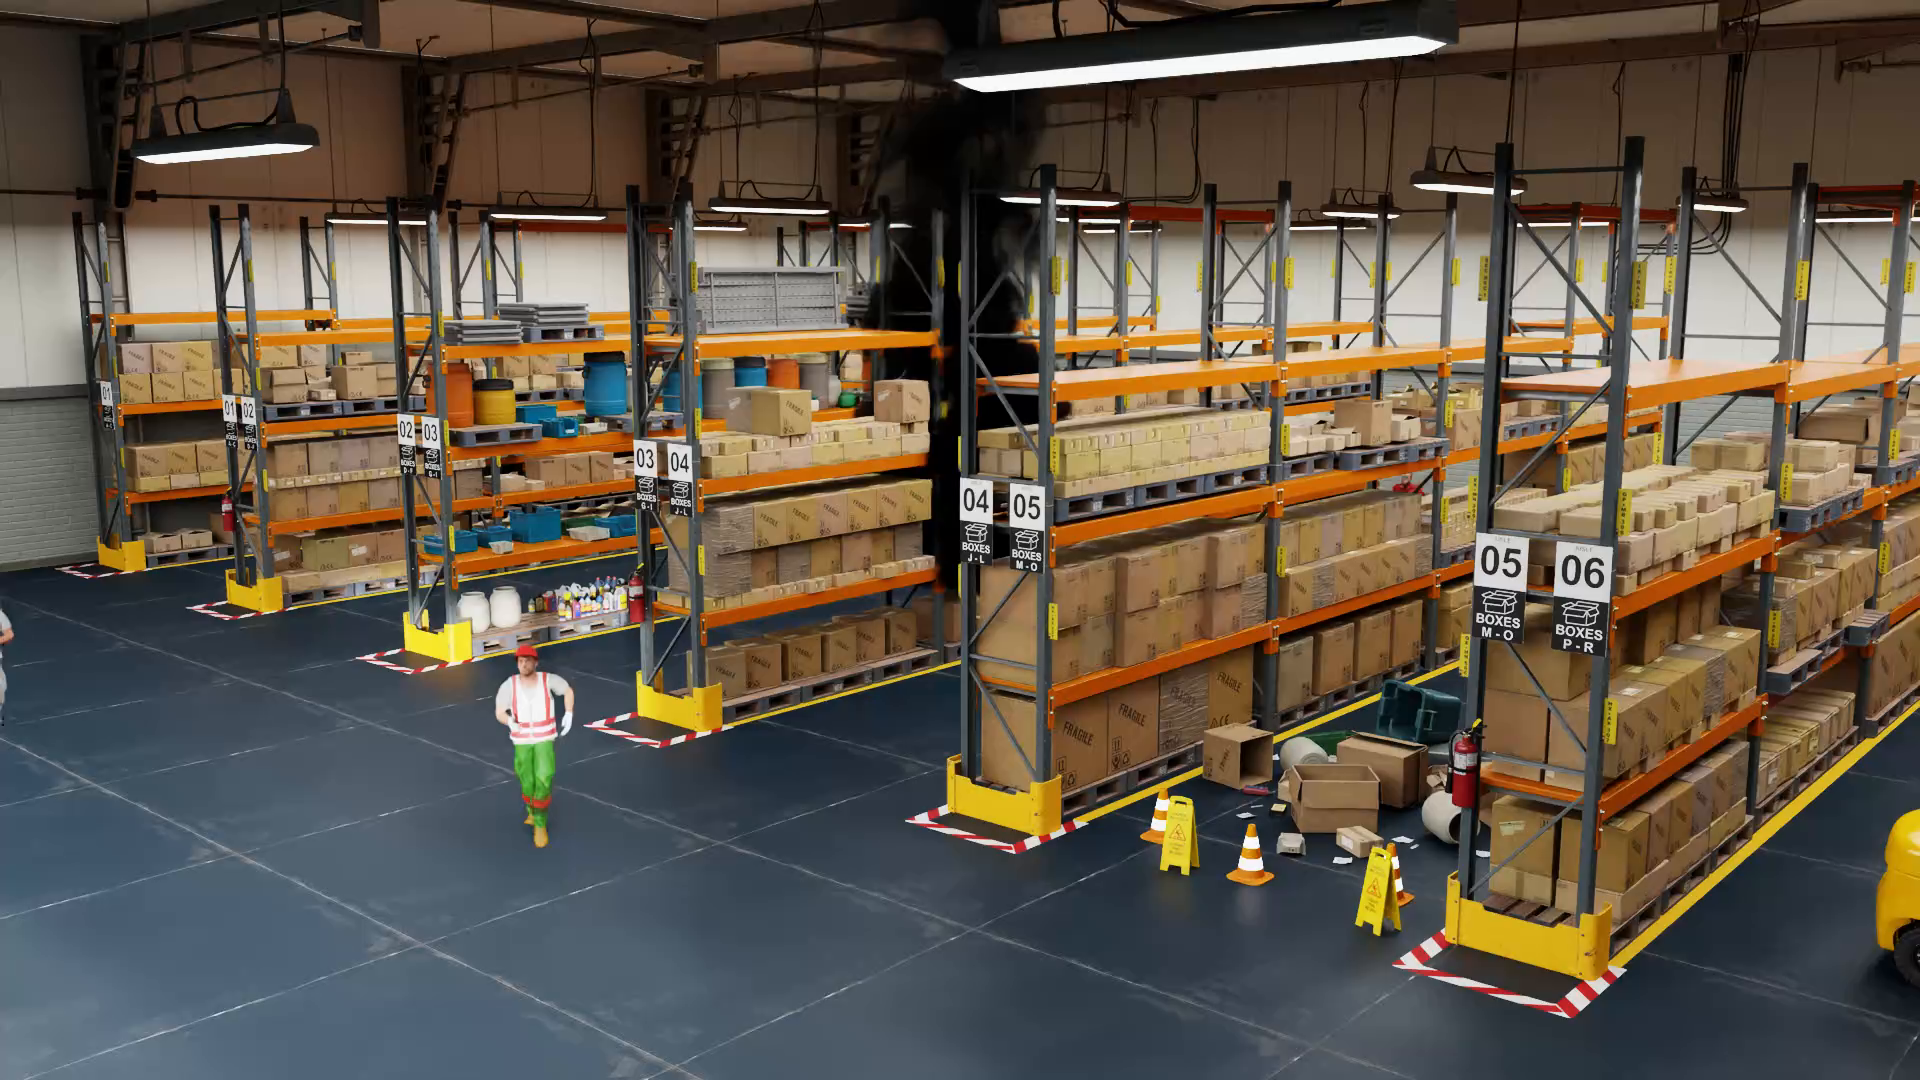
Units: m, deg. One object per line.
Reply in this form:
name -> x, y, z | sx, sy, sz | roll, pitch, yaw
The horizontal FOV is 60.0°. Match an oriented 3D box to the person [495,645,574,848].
person -> -3.838, 1.835, 15.010 | 0.670, 1.812, 0.755 | -1, 10, -7

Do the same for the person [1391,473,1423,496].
person -> 7.595, -0.357, 28.406 | 0.632, 1.658, 0.626 | 6, 11, 31

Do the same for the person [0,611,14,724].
person -> -10.611, 1.327, 18.013 | 0.668, 1.759, 0.868 | -5, 11, -29
